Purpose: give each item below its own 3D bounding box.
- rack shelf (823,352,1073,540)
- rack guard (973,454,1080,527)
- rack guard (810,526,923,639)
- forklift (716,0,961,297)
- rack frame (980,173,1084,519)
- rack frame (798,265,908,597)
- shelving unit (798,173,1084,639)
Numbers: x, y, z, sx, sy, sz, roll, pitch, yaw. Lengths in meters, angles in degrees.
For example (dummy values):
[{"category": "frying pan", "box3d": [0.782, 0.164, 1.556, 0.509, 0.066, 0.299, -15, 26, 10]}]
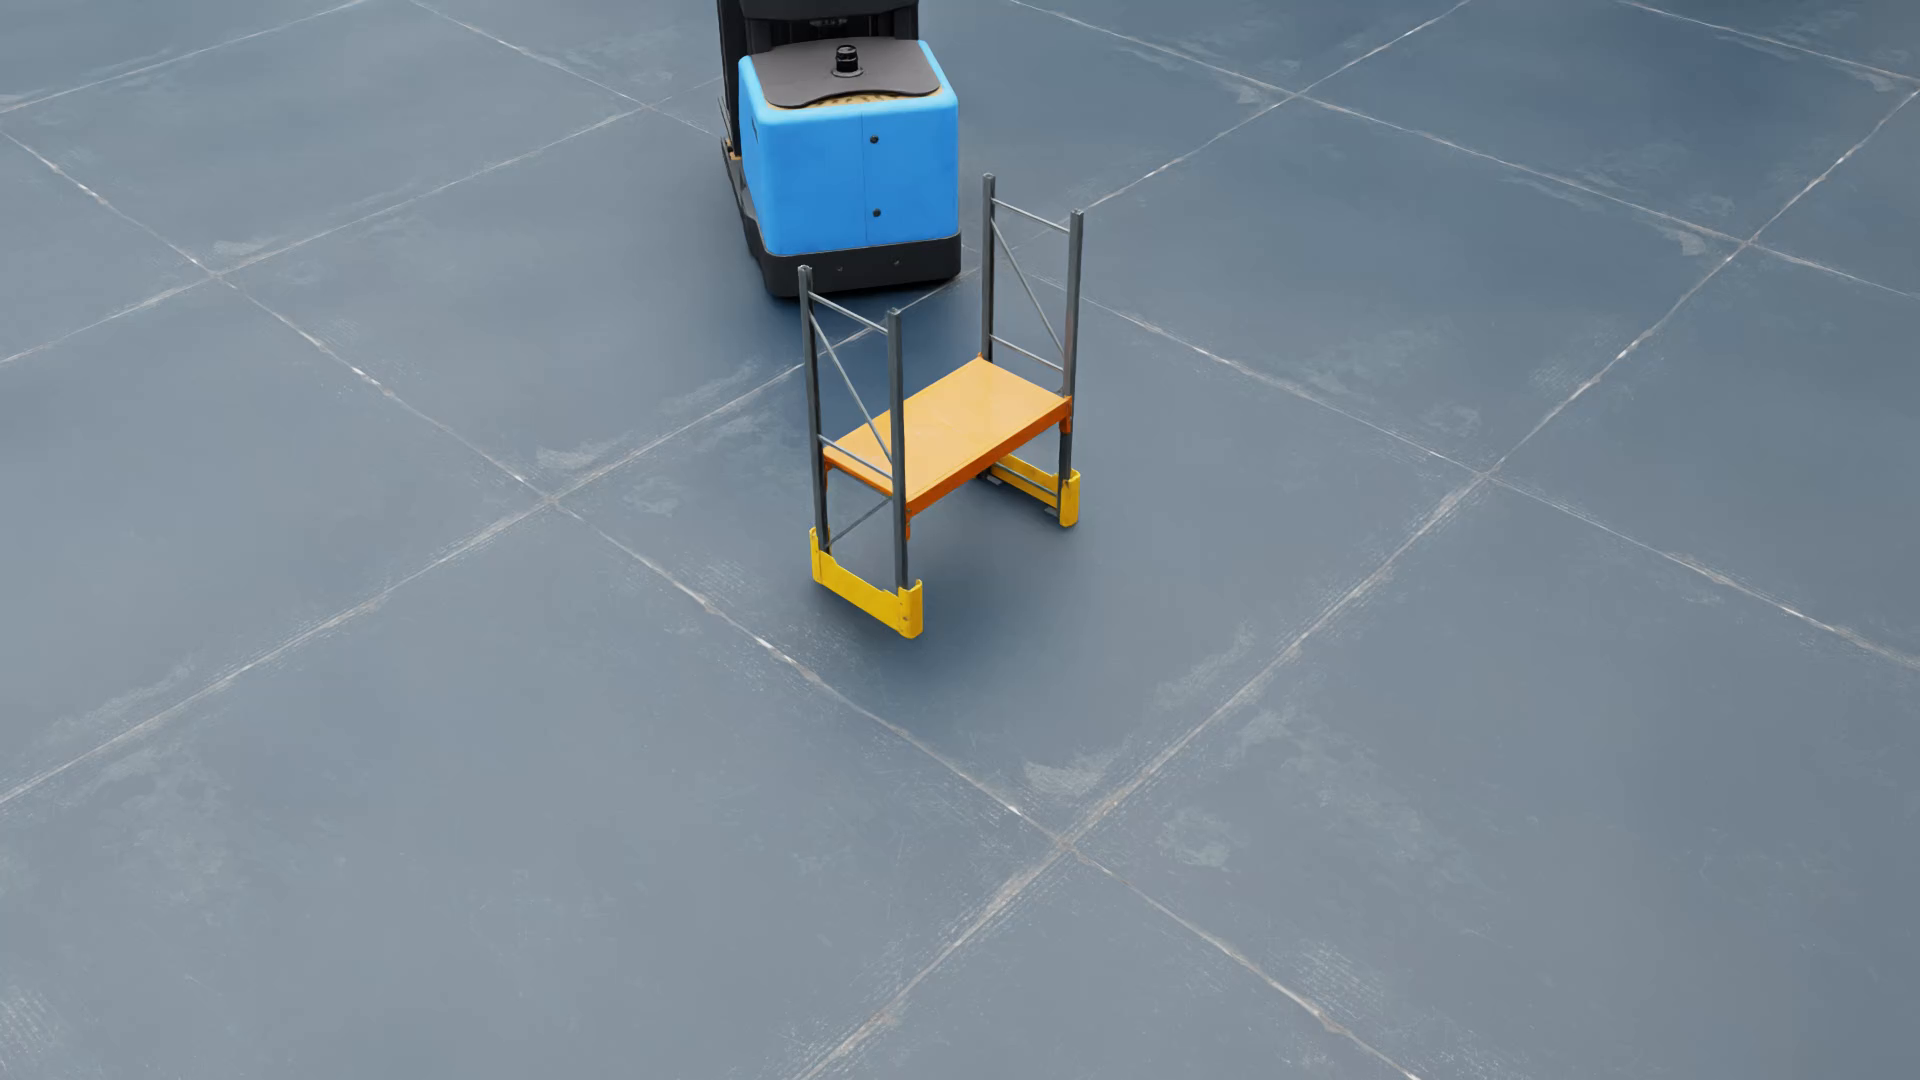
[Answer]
[{"category": "rack shelf", "box3d": [-0.058, -0.407, 6.846, 0.538, 0.185, 1.000, 30, 47, 32]}, {"category": "rack guard", "box3d": [0.285, -0.292, 7.416, 0.587, 0.250, 0.087, 30, 47, 32]}, {"category": "rack guard", "box3d": [-0.387, 0.166, 6.840, 0.587, 0.250, 0.087, 30, 47, 32]}, {"category": "forklift", "box3d": [-0.829, -3.347, 9.104, 1.130, 2.935, 3.031, -8, 39, -10]}, {"category": "rack frame", "box3d": [0.285, -0.781, 7.028, 0.500, 1.500, 0.032, 30, 47, 32]}, {"category": "rack frame", "box3d": [-0.400, -0.314, 6.440, 0.500, 1.500, 0.032, 30, 47, 32]}, {"category": "shelving unit", "box3d": [-0.051, -0.552, 6.739, 0.587, 1.500, 1.083, 30, 47, 32]}]
